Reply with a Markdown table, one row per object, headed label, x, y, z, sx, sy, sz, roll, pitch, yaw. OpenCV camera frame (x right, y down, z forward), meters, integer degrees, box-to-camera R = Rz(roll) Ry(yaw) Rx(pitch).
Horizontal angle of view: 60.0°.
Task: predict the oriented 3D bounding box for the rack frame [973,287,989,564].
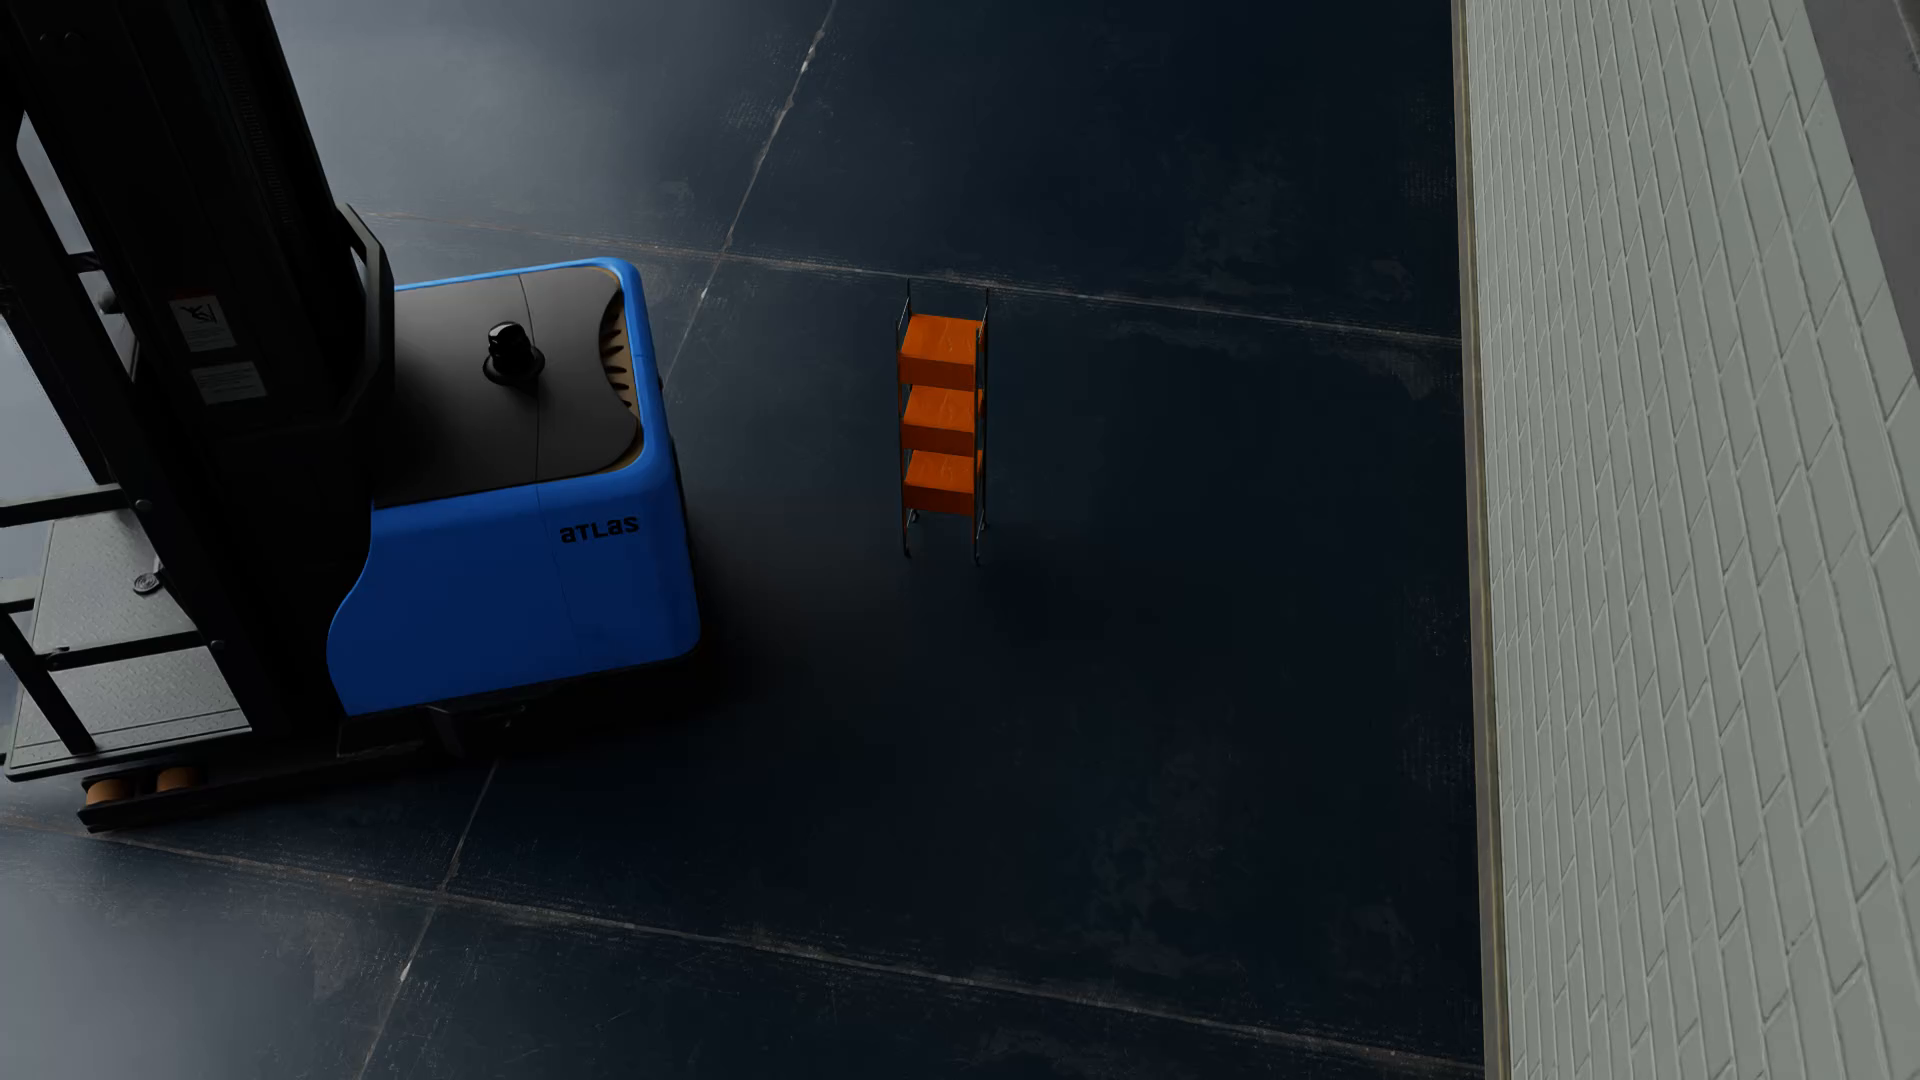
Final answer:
| label | x | y | z | sx | sy | sz | roll | pitch | yaw |
| --- | --- | --- | --- | --- | --- | --- | --- | --- | --- |
| rack frame | 0.067 | -0.342 | 5.351 | 0.008 | 1.050 | 0.200 | 8 | 49 | 7 |

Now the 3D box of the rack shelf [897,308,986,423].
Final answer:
| label | x | y | z | sx | sy | sz | roll | pitch | yaw |
| --- | --- | --- | --- | --- | --- | --- | --- | --- | --- |
| rack shelf | -0.053 | -0.541 | 5.163 | 0.240 | 0.259 | 0.215 | 8 | 49 | 7 |

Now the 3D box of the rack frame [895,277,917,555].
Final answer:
| label | x | y | z | sx | sy | sz | roll | pitch | yaw |
| --- | --- | --- | --- | --- | --- | --- | --- | --- | --- |
| rack frame | -0.173 | -0.374 | 5.380 | 0.008 | 1.050 | 0.200 | 8 | 49 | 7 |

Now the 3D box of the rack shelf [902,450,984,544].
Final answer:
| label | x | y | z | sx | sy | sz | roll | pitch | yaw |
| --- | --- | --- | --- | --- | --- | --- | --- | --- | --- |
| rack shelf | -0.053 | -0.165 | 5.580 | 0.240 | 0.259 | 0.215 | 8 | 49 | 7 |

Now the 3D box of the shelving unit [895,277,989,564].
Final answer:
| label | x | y | z | sx | sy | sz | roll | pitch | yaw |
| --- | --- | --- | --- | --- | --- | --- | --- | --- | --- |
| shelving unit | -0.053 | -0.358 | 5.366 | 0.252 | 1.050 | 0.215 | 8 | 49 | 7 |

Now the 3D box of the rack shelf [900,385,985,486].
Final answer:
| label | x | y | z | sx | sy | sz | roll | pitch | yaw |
| --- | --- | --- | --- | --- | --- | --- | --- | --- | --- |
| rack shelf | -0.053 | -0.351 | 5.374 | 0.240 | 0.259 | 0.215 | 8 | 49 | 7 |

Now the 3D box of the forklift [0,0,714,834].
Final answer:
| label | x | y | z | sx | sy | sz | roll | pitch | yaw |
| --- | --- | --- | --- | --- | --- | --- | --- | --- | --- |
| forklift | -2.349 | -0.549 | 4.272 | 3.031 | 2.935 | 1.130 | -10 | 49 | -9 |
